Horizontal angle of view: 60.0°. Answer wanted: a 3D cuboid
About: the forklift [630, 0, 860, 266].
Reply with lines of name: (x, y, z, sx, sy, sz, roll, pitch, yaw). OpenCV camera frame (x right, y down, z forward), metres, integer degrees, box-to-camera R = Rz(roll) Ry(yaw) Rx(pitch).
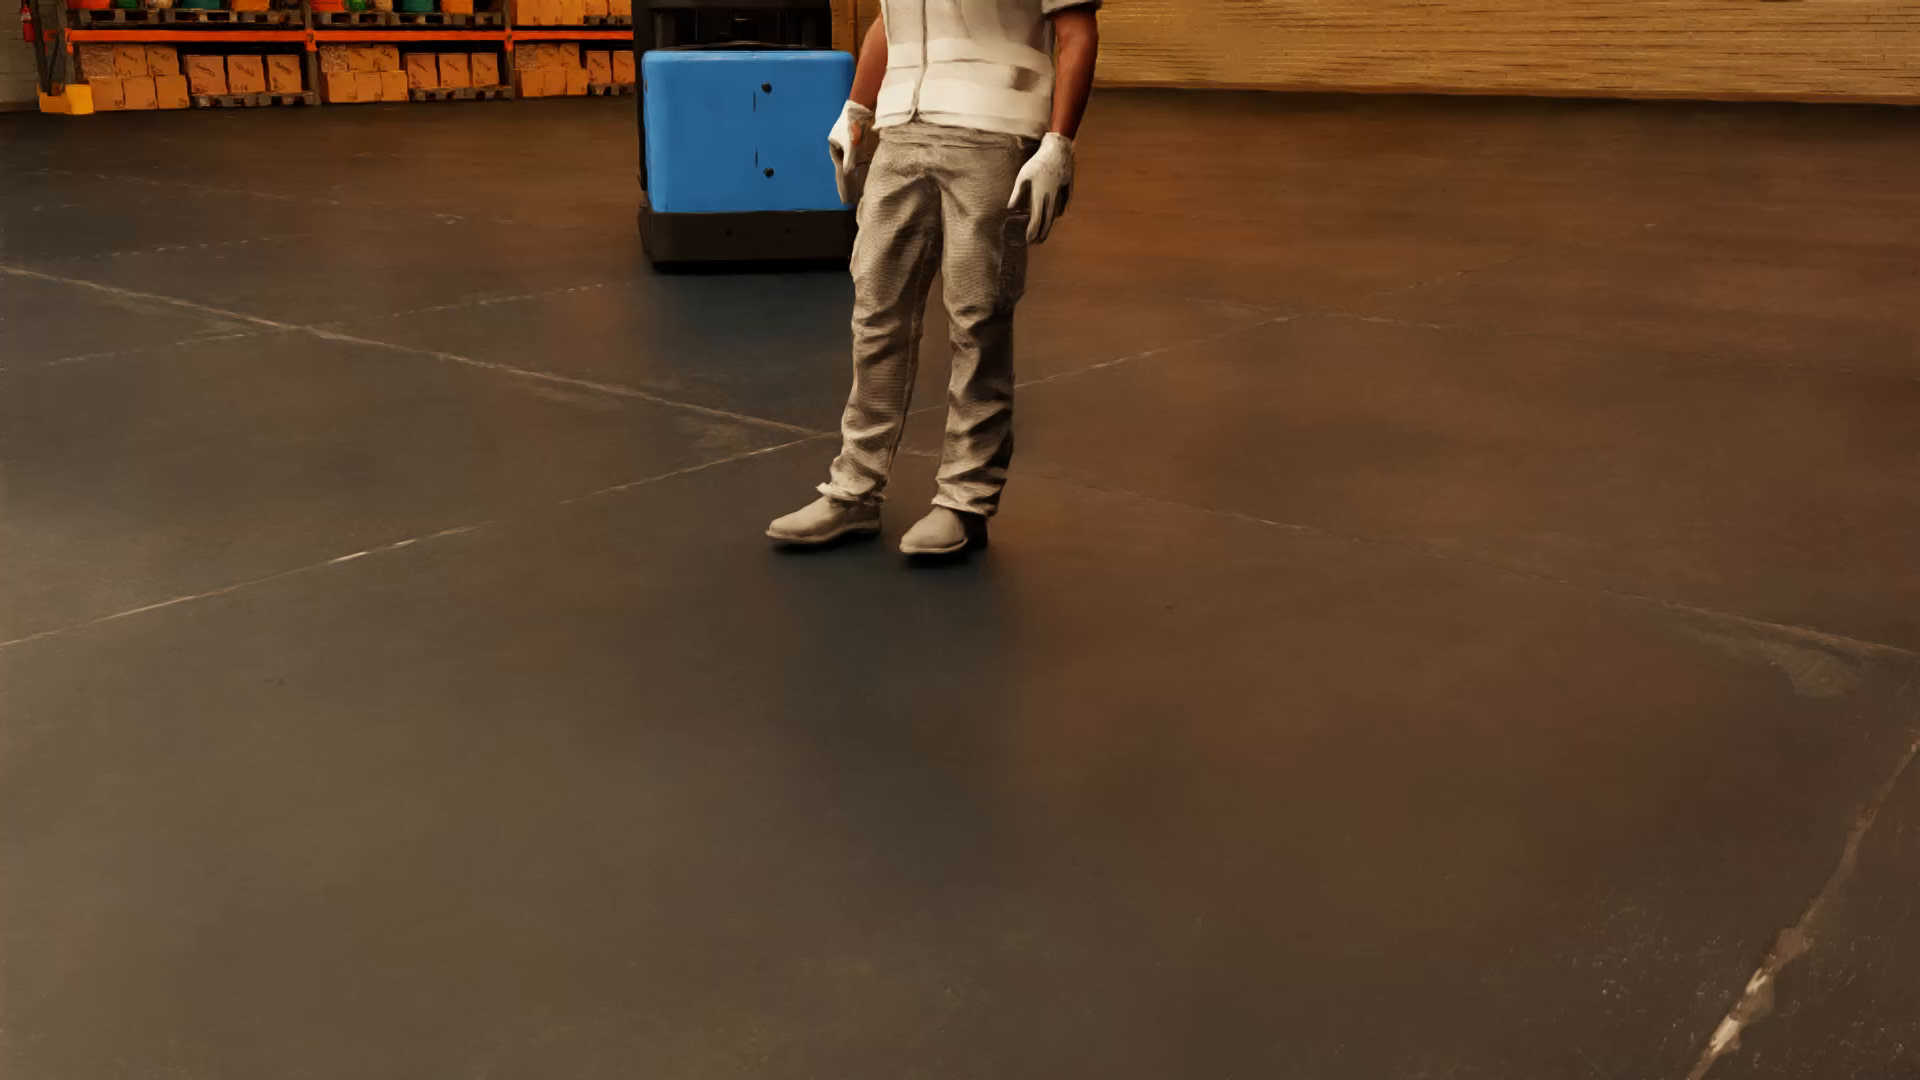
forklift: (-1.308, -3.168, 9.330, 1.130, 2.935, 3.031, -3, 17, -11)

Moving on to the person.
person: (-0.052, -0.845, 3.632, 0.655, 1.782, 0.576, 13, 21, 37)
